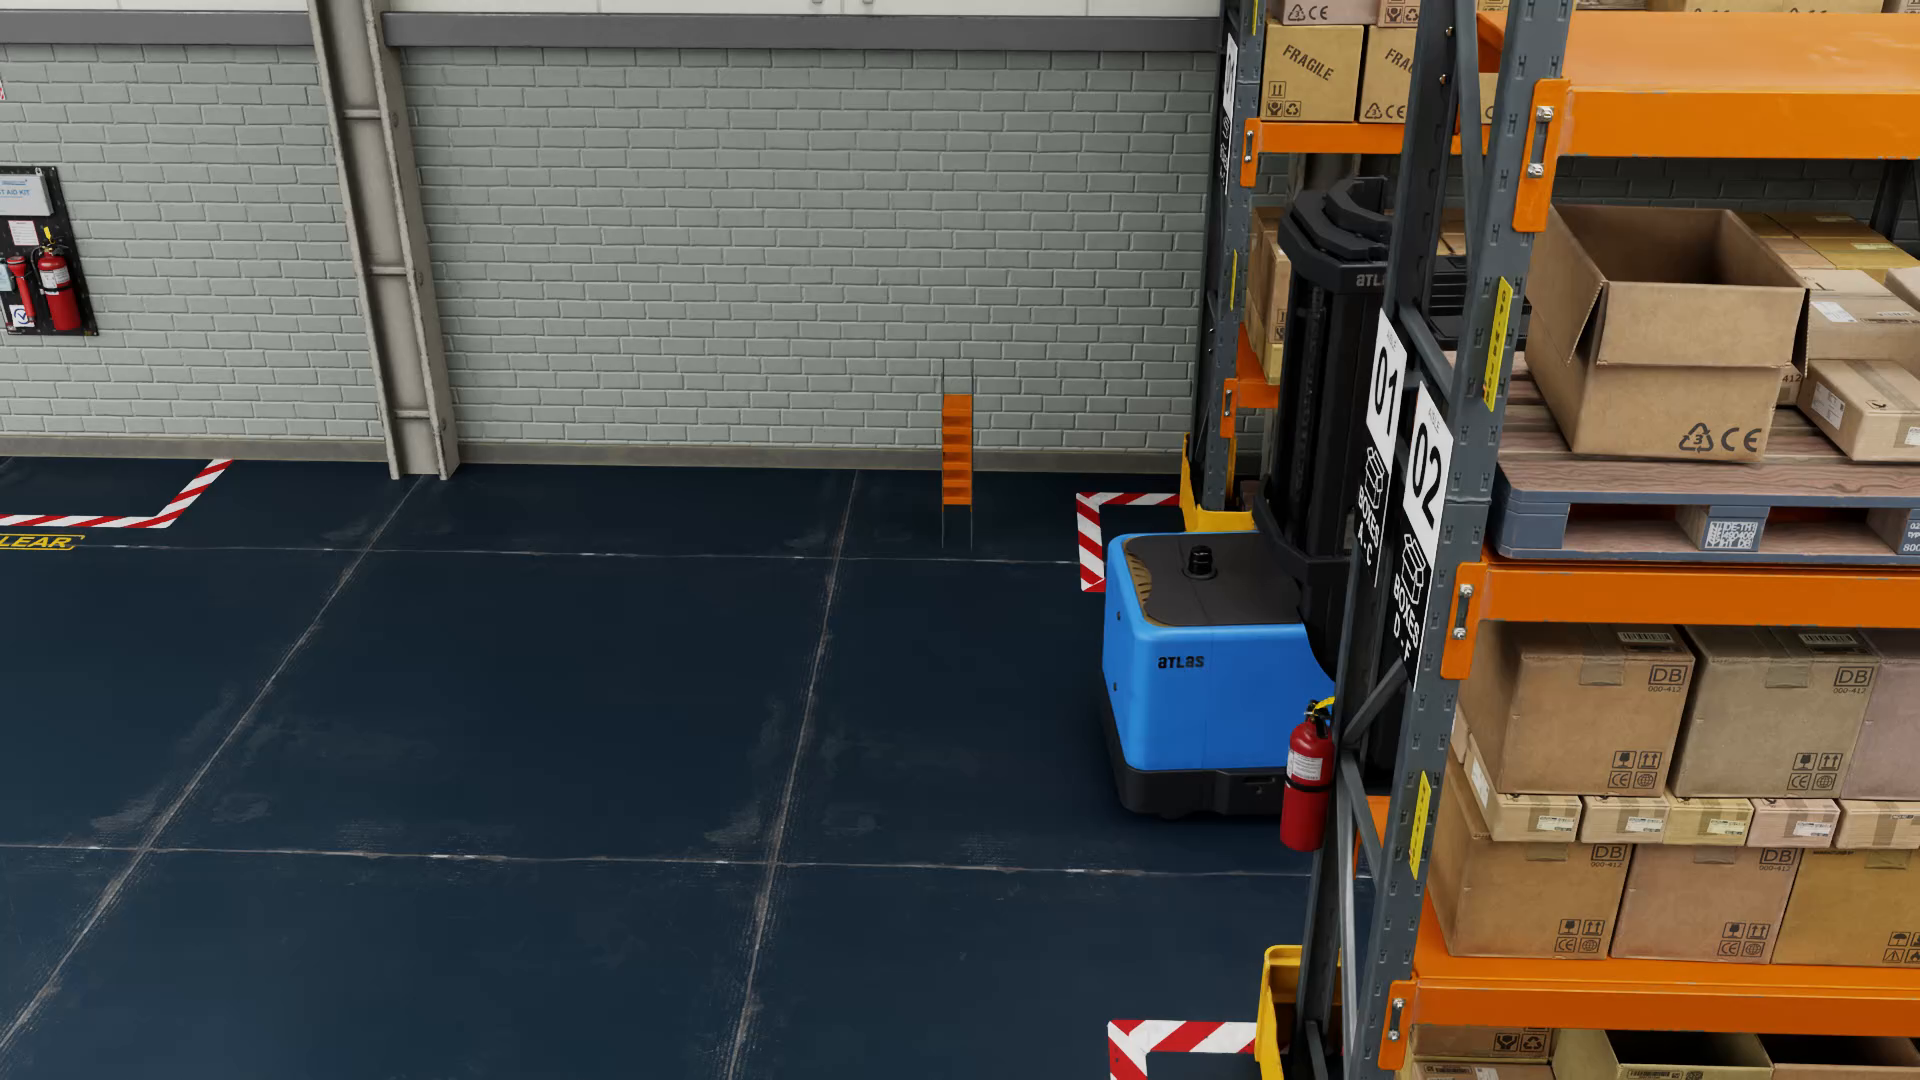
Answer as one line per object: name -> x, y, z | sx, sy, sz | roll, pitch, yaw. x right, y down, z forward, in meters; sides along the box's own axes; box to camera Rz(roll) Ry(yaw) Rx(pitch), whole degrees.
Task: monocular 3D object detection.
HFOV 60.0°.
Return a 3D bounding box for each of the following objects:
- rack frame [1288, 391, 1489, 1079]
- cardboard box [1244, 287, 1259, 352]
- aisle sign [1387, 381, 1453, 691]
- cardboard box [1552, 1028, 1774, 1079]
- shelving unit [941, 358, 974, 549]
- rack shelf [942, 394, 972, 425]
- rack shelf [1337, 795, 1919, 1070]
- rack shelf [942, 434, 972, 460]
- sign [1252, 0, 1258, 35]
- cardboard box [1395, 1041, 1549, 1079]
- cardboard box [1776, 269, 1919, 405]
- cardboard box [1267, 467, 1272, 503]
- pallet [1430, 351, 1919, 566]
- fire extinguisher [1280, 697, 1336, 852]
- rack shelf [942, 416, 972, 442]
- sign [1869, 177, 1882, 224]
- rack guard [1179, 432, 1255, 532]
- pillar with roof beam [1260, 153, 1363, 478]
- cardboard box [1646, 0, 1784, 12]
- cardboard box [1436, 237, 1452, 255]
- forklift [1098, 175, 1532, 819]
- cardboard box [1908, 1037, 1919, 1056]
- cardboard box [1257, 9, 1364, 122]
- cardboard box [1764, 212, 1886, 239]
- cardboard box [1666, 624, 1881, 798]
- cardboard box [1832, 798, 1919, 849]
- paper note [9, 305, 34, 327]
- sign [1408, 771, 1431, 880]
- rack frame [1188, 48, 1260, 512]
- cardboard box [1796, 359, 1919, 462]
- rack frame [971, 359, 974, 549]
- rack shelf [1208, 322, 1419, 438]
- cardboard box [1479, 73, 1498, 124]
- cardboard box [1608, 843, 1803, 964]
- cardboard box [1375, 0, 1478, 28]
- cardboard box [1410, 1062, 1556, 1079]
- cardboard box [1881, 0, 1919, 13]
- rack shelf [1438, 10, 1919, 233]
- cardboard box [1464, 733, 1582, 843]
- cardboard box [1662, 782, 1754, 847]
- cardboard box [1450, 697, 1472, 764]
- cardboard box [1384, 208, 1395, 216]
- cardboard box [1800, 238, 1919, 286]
rack frame -> 1.374, 0.997, 5.593 | 0.127, 3.000, 1.000 | 1, 28, 2
cardboard box -> 2.019, -1.348, 10.154 | 0.500, 0.250, 0.500 | 1, 28, 3
aisle sign -> 1.298, -0.010, 4.716 | 0.004, 0.787, 0.394 | 1, 28, 2
cardboard box -> 2.402, 1.815, 5.736 | 0.500, 0.500, 0.500 | 1, 28, 2
shelving unit -> -0.014, -0.530, 10.395 | 0.189, 1.200, 0.258 | 1, 28, 2
rack shelf -> -0.014, -0.809, 10.247 | 0.180, 0.103, 0.258 | 1, 28, 2
rack shelf -> 3.373, 1.347, 5.699 | 4.000, 0.370, 1.077 | 1, 28, 2
rack shelf -> -0.014, -0.597, 10.359 | 0.180, 0.103, 0.258 | 1, 28, 2
sign -> 1.526, -2.780, 8.581 | 0.005, 0.325, 0.100 | 1, 28, 2
cardboard box -> 1.921, 1.896, 6.383 | 0.500, 0.250, 0.500 | 1, 28, 2
cardboard box -> 2.534, -0.614, 4.991 | 0.500, 0.250, 0.500 | 1, 28, 2
cardboard box -> 2.234, -0.275, 10.393 | 0.500, 0.311, 0.500 | -2, 28, -4
pallet -> 2.080, -0.266, 4.866 | 1.213, 0.211, 1.003 | 1, 28, 2
fire extinguisher -> 1.272, 0.811, 6.025 | 0.183, 0.674, 0.296 | 1, 28, 2
rack shelf -> -0.014, -0.703, 10.303 | 0.180, 0.103, 0.258 | 1, 28, 2
sign -> 5.559, -2.027, 10.061 | 0.005, 0.325, 0.100 | 1, 28, 2
rack guard -> 1.621, -0.217, 10.550 | 0.348, 0.500, 1.175 | 1, 28, 2
pillar with roof beam -> 2.123, -2.351, 5.503 | 0.400, 9.000, 9.100 | 1, 28, 2
cardboard box -> 3.962, -2.965, 8.668 | 0.500, 0.500, 0.500 | 0, 28, 0
cardboard box -> 2.505, -1.435, 9.517 | 0.500, 0.500, 0.500 | 1, 28, 2
forklift -> 2.272, -0.193, 7.911 | 3.031, 2.935, 1.130 | -2, 28, -3
cardboard box -> 3.401, 1.834, 5.701 | 0.500, 0.500, 0.500 | 1, 28, 2
cardboard box -> 1.871, -2.578, 9.005 | 0.500, 0.500, 0.500 | 2, 28, 3
cardboard box -> 5.080, -1.635, 9.896 | 0.500, 0.500, 0.500 | 0, 28, 1
cardboard box -> 2.419, 0.400, 5.226 | 0.500, 0.500, 0.700 | 0, 28, 0
cardboard box -> 2.790, 0.789, 5.184 | 0.250, 0.149, 0.380 | 0, 28, 0
paper note -> -6.364, -1.519, 11.280 | 0.142, 0.148, 0.016 | 1, 28, 2
sign -> 1.349, 0.839, 4.882 | 0.005, 0.325, 0.100 | 1, 28, 2
rack frame -> 1.545, -1.322, 9.967 | 0.127, 3.000, 1.000 | 1, 28, 2
cardboard box -> 2.544, -0.363, 4.626 | 0.250, 0.149, 0.380 | 1, 28, 2
rack frame -> 0.077, -0.529, 10.392 | 0.006, 1.200, 0.240 | 1, 28, 2
rack shelf -> 3.544, -0.971, 10.073 | 4.000, 0.370, 1.077 | 1, 28, 2
cardboard box -> 2.925, -2.546, 8.944 | 0.500, 0.500, 0.500 | 2, 28, 4
cardboard box -> 2.365, 0.973, 5.531 | 0.500, 0.500, 0.700 | 2, 28, 3
cardboard box -> 2.421, -2.990, 8.715 | 0.500, 0.500, 0.500 | 1, 28, 1
cardboard box -> 1.902, 2.139, 5.925 | 0.500, 0.250, 0.500 | 1, 28, 2
cardboard box -> 5.032, -2.957, 8.654 | 0.500, 0.500, 0.500 | -1, 28, -3
rack shelf -> 3.373, -1.126, 4.388 | 4.000, 0.370, 1.077 | 1, 28, 2
cardboard box -> 1.759, 0.773, 5.215 | 0.250, 0.149, 0.380 | 1, 28, 1
cardboard box -> 2.272, 0.781, 5.200 | 0.250, 0.149, 0.380 | 1, 28, 2
cardboard box -> 1.763, 0.583, 5.574 | 0.250, 0.149, 0.380 | 0, 28, 1
cardboard box -> 2.527, -1.675, 9.970 | 0.500, 0.500, 0.500 | 1, 28, 2
cardboard box -> 5.059, -1.393, 9.439 | 0.500, 0.500, 0.500 | 1, 28, 2
